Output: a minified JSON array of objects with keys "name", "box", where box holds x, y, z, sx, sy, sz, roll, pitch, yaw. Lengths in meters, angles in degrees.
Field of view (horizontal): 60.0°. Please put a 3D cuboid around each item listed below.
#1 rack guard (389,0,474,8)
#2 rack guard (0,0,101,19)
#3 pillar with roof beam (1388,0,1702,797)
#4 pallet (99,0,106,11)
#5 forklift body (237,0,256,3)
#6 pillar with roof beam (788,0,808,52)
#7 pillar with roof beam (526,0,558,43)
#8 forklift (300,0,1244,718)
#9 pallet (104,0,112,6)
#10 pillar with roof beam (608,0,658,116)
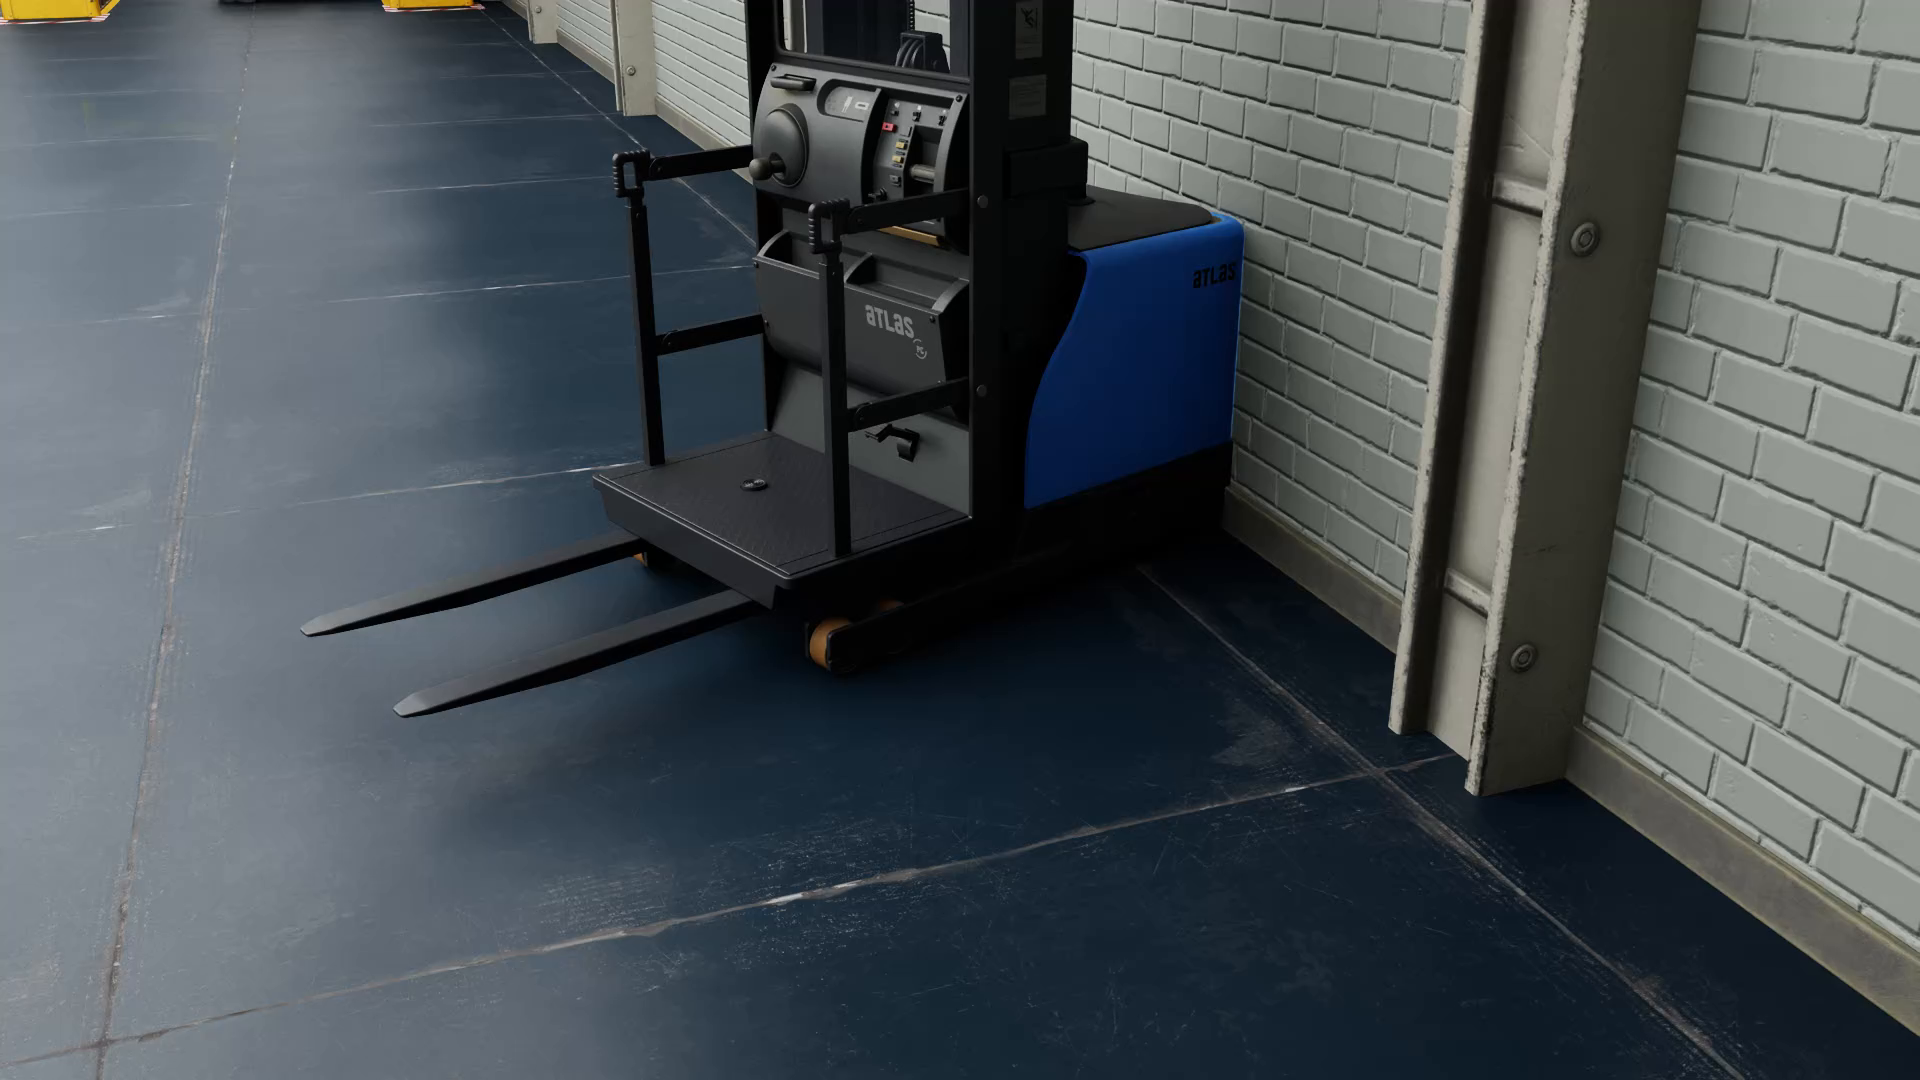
[{"name":"rack guard","box":[-7.686,-8.008,24.105,1.175,0.500,0.348,-8,24,-19]},{"name":"rack guard","box":[-12.364,-7.361,22.572,1.175,0.500,0.348,-8,24,-19]},{"name":"pillar with roof beam","box":[-2.646,-2.998,1.277,9.100,9.000,0.400,-8,24,-19]},{"name":"pallet","box":[-12.617,-7.528,23.340,1.003,0.211,1.213,-8,24,-19]},{"name":"forklift body","box":[-10.071,-9.216,24.846,2.313,2.155,1.214,-8,24,-19]},{"name":"pillar with roof beam","box":[-4.766,-5.178,6.450,9.100,9.000,0.400,-8,24,-19]},{"name":"pillar with roof beam","box":[-9.005,-9.538,16.795,9.100,9.000,0.400,-8,24,-19]},{"name":"forklift","box":[-0.469,-1.191,4.802,3.031,2.935,1.130,-19,29,-37]},{"name":"pallet","box":[-13.045,-7.971,24.390,1.003,0.211,1.213,-8,24,-19]},{"name":"pillar with roof beam","box":[-6.885,-7.358,11.622,9.100,9.000,0.400,-8,24,-19]}]
